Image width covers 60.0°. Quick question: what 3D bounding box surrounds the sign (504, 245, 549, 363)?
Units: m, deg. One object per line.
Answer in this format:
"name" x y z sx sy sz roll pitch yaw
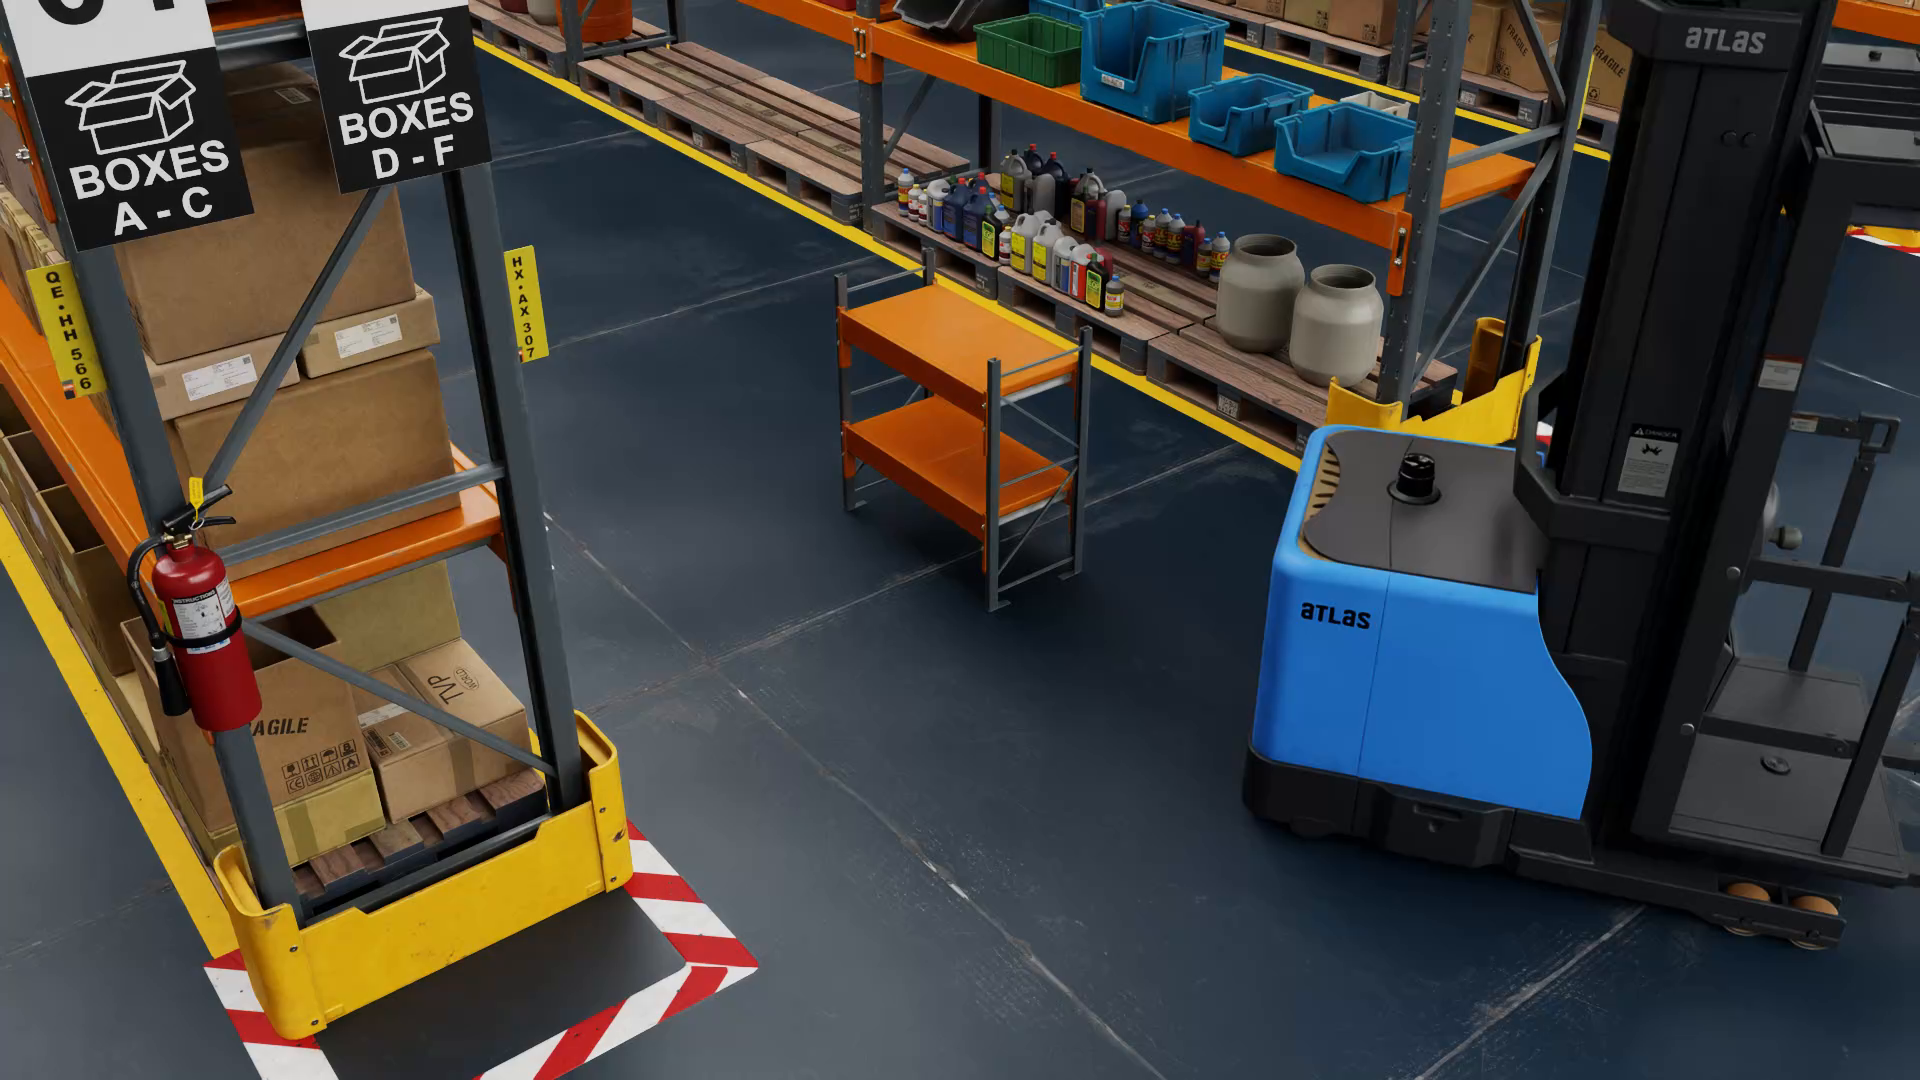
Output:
"sign" -1.191 -0.640 4.542 0.100 0.325 0.005 -22 38 -31

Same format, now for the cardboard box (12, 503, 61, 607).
"cardboard box" -3.435 -0.028 6.659 0.500 0.250 0.500 -22 38 -31

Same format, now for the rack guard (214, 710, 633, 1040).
"rack guard" -1.618 1.010 5.150 1.175 0.500 0.348 -22 38 -31

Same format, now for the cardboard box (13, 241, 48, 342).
"cardboard box" -2.860 -0.947 5.837 0.700 0.500 0.500 -21 38 -30

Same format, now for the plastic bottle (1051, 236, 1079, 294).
"plastic bottle" 0.592 -1.488 8.967 0.152 0.276 0.135 -23 39 -33

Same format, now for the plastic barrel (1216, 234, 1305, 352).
"plastic barrel" 1.511 -1.243 8.368 0.421 0.512 0.421 0 32 0

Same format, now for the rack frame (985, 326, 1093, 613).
"rack frame" 0.308 -0.269 6.617 0.500 1.125 0.032 -22 38 -31

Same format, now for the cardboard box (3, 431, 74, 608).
"cardboard box" -3.127 -0.139 6.127 0.500 0.500 0.500 -22 38 -31

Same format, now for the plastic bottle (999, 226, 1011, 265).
"plastic bottle" 0.268 -1.653 9.304 0.097 0.201 0.097 0 32 0

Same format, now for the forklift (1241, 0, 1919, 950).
"forklift" 2.539 -0.282 4.926 3.031 2.935 1.130 10 33 15

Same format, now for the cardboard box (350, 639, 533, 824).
"cardboard box" -1.786 0.633 5.596 0.500 0.250 0.500 -22 38 -31

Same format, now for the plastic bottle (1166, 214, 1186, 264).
"plastic bottle" 1.207 -1.690 9.297 0.097 0.271 0.097 0 32 0

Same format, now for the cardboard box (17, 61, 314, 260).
"cardboard box" -2.268 -1.093 4.843 0.700 0.500 0.500 -23 39 -33

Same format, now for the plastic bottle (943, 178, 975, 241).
"plastic bottle" -0.003 -1.921 9.593 0.144 0.351 0.185 -21 38 -30

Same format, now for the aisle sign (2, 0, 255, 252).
"aisle sign" -1.824 -1.044 3.623 0.394 0.787 0.004 -22 38 -31

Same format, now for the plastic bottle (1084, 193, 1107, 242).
"plastic bottle" 0.781 -1.869 9.574 0.061 0.283 0.133 -22 38 -31

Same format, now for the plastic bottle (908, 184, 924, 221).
"plastic bottle" -0.259 -2.011 9.880 0.097 0.201 0.097 0 32 0

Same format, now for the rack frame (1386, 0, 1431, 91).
"rack frame" 3.742 -4.932 12.348 1.000 3.000 0.127 -22 38 -31

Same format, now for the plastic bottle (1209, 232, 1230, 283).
"plastic bottle" 1.417 -1.547 9.067 0.097 0.271 0.097 0 32 0

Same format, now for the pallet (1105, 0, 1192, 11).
"pallet" 1.767 -5.088 15.243 1.003 0.211 1.213 -22 38 -31

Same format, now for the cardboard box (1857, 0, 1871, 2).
"cardboard box" 5.510 -3.402 10.123 0.380 0.149 0.250 -22 38 -31

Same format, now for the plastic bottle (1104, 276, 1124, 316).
"plastic bottle" 0.810 -1.284 8.710 0.097 0.201 0.097 0 32 0

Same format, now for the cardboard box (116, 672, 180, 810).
"cardboard box" -2.511 0.596 5.656 0.500 0.250 0.500 -22 38 -31

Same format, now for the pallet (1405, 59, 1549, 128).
"pallet" 4.182 -3.479 12.652 1.003 0.211 1.213 -22 38 -31

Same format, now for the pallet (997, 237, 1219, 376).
"pallet" 0.961 -1.343 9.212 1.003 0.211 1.213 -22 38 -31

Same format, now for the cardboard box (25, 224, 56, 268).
"cardboard box" -2.650 -0.907 5.158 0.380 0.149 0.250 -21 38 -30

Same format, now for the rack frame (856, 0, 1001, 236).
"rack frame" -0.170 -3.330 9.768 1.000 3.000 0.127 -22 38 -31

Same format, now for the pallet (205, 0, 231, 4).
"pallet" -2.046 -1.601 4.226 1.003 0.211 1.213 -22 38 -31

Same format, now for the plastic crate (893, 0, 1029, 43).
"plastic crate" 0.050 -3.044 9.367 0.767 0.338 0.504 -22 38 -31

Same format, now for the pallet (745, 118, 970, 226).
"pallet" -0.683 -2.460 11.010 1.003 0.211 1.213 -22 38 -31

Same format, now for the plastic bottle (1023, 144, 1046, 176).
"plastic bottle" 0.452 -2.216 10.069 0.144 0.351 0.185 -23 39 -33

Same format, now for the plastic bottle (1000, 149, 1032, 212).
"plastic bottle" 0.338 -2.169 9.994 0.144 0.351 0.185 -22 38 -31

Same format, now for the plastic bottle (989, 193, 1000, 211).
"plastic bottle" 0.181 -1.866 9.580 0.097 0.271 0.097 0 32 0

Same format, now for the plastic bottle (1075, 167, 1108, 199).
"plastic bottle" 0.768 -2.002 9.723 0.144 0.351 0.185 -23 38 -32

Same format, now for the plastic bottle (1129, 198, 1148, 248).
"plastic bottle" 1.021 -1.816 9.500 0.097 0.271 0.097 0 32 0

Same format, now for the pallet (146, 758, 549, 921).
"pallet" -2.135 0.818 5.733 1.003 0.211 1.213 -22 38 -31

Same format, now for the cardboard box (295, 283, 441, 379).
"cardboard box" -1.703 -0.613 4.684 0.380 0.149 0.250 -23 38 -32

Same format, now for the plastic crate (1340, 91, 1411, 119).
"plastic crate" 1.988 -2.028 7.922 0.298 0.136 0.250 -22 38 -31

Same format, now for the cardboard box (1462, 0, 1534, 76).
"cardboard box" 3.956 -3.869 12.608 0.500 0.500 0.500 -24 39 -33

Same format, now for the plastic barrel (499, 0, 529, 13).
"plastic barrel" -3.629 -4.820 14.055 0.600 0.588 0.708 -22 38 -31

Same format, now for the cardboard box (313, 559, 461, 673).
"cardboard box" -2.094 0.106 5.733 0.500 0.500 0.500 -22 38 -31

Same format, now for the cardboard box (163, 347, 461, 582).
"cardboard box" -1.909 -0.303 4.800 0.700 0.500 0.500 -22 38 -31

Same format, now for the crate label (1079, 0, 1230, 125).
"crate label" 0.940 -2.357 8.169 0.502 0.435 0.616 -22 38 -31

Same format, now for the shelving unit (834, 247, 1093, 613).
"shelving unit" -0.004 -0.481 6.958 0.538 1.125 1.048 -22 38 -31

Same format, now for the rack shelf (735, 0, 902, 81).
"rack shelf" -1.397 -3.858 11.300 1.077 0.370 4.000 -22 38 -31

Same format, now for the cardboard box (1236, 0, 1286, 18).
"cardboard box" 2.761 -4.758 14.020 0.700 0.500 0.500 -26 40 -35
